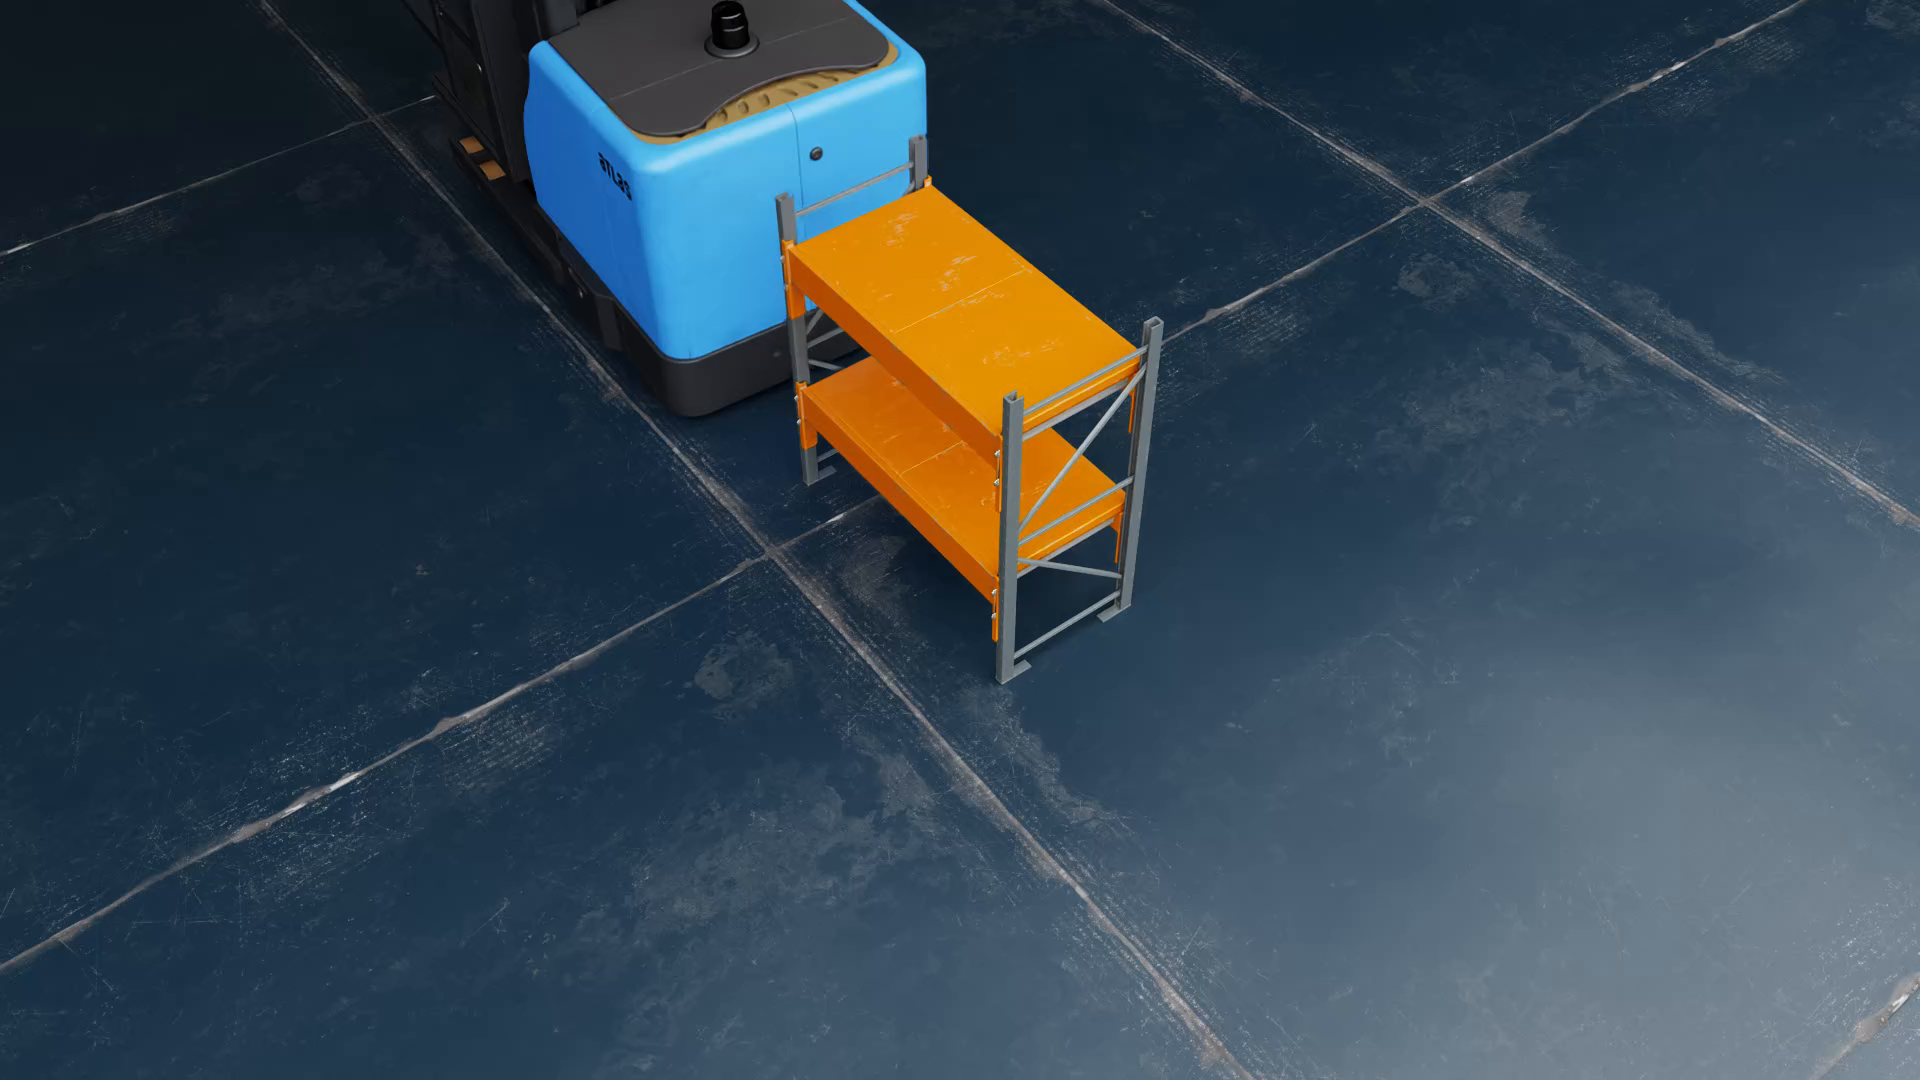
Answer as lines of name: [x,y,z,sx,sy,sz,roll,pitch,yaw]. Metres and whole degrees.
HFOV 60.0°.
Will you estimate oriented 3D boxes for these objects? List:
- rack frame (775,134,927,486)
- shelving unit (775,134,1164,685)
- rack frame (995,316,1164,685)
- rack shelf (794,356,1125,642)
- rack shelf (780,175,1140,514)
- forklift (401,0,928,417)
rack frame: [-0.304,-0.674,5.101,0.500,1.125,0.032,-29,54,-24]
shelving unit: [0.004,-0.374,4.830,0.538,1.125,1.048,-29,54,-24]
rack frame: [0.312,-0.074,4.558,0.500,1.125,0.032,-29,54,-24]
rack shelf: [0.004,-0.210,5.011,0.538,0.278,1.000,-29,54,-24]
rack shelf: [0.004,-0.570,4.613,0.538,0.278,1.000,-29,54,-24]
forklift: [-1.330,-2.462,5.504,1.130,2.935,3.031,-27,53,-22]
